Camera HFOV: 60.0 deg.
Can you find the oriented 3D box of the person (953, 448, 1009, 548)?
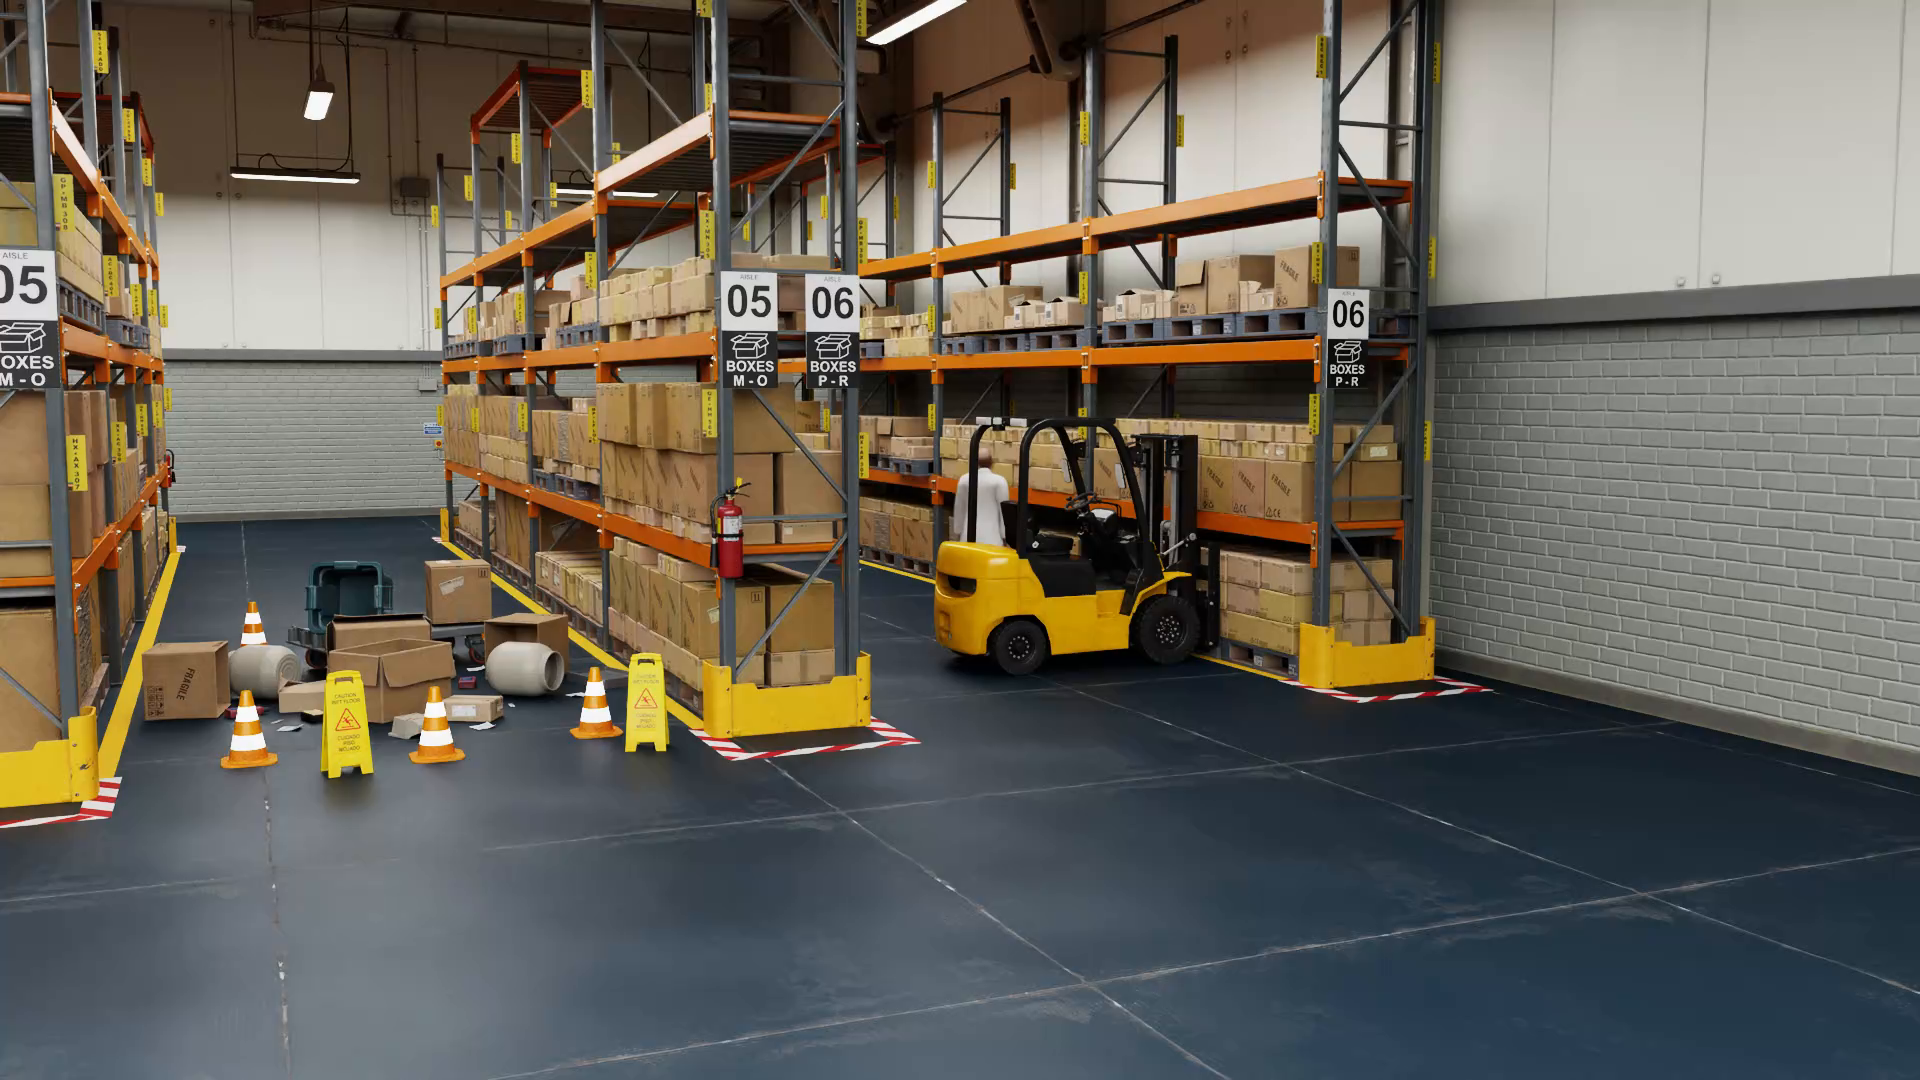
[{"bbox_3d":[0.230,-0.036,16.769,0.625,1.781,0.494,2,6,25],"label":"person"}]
